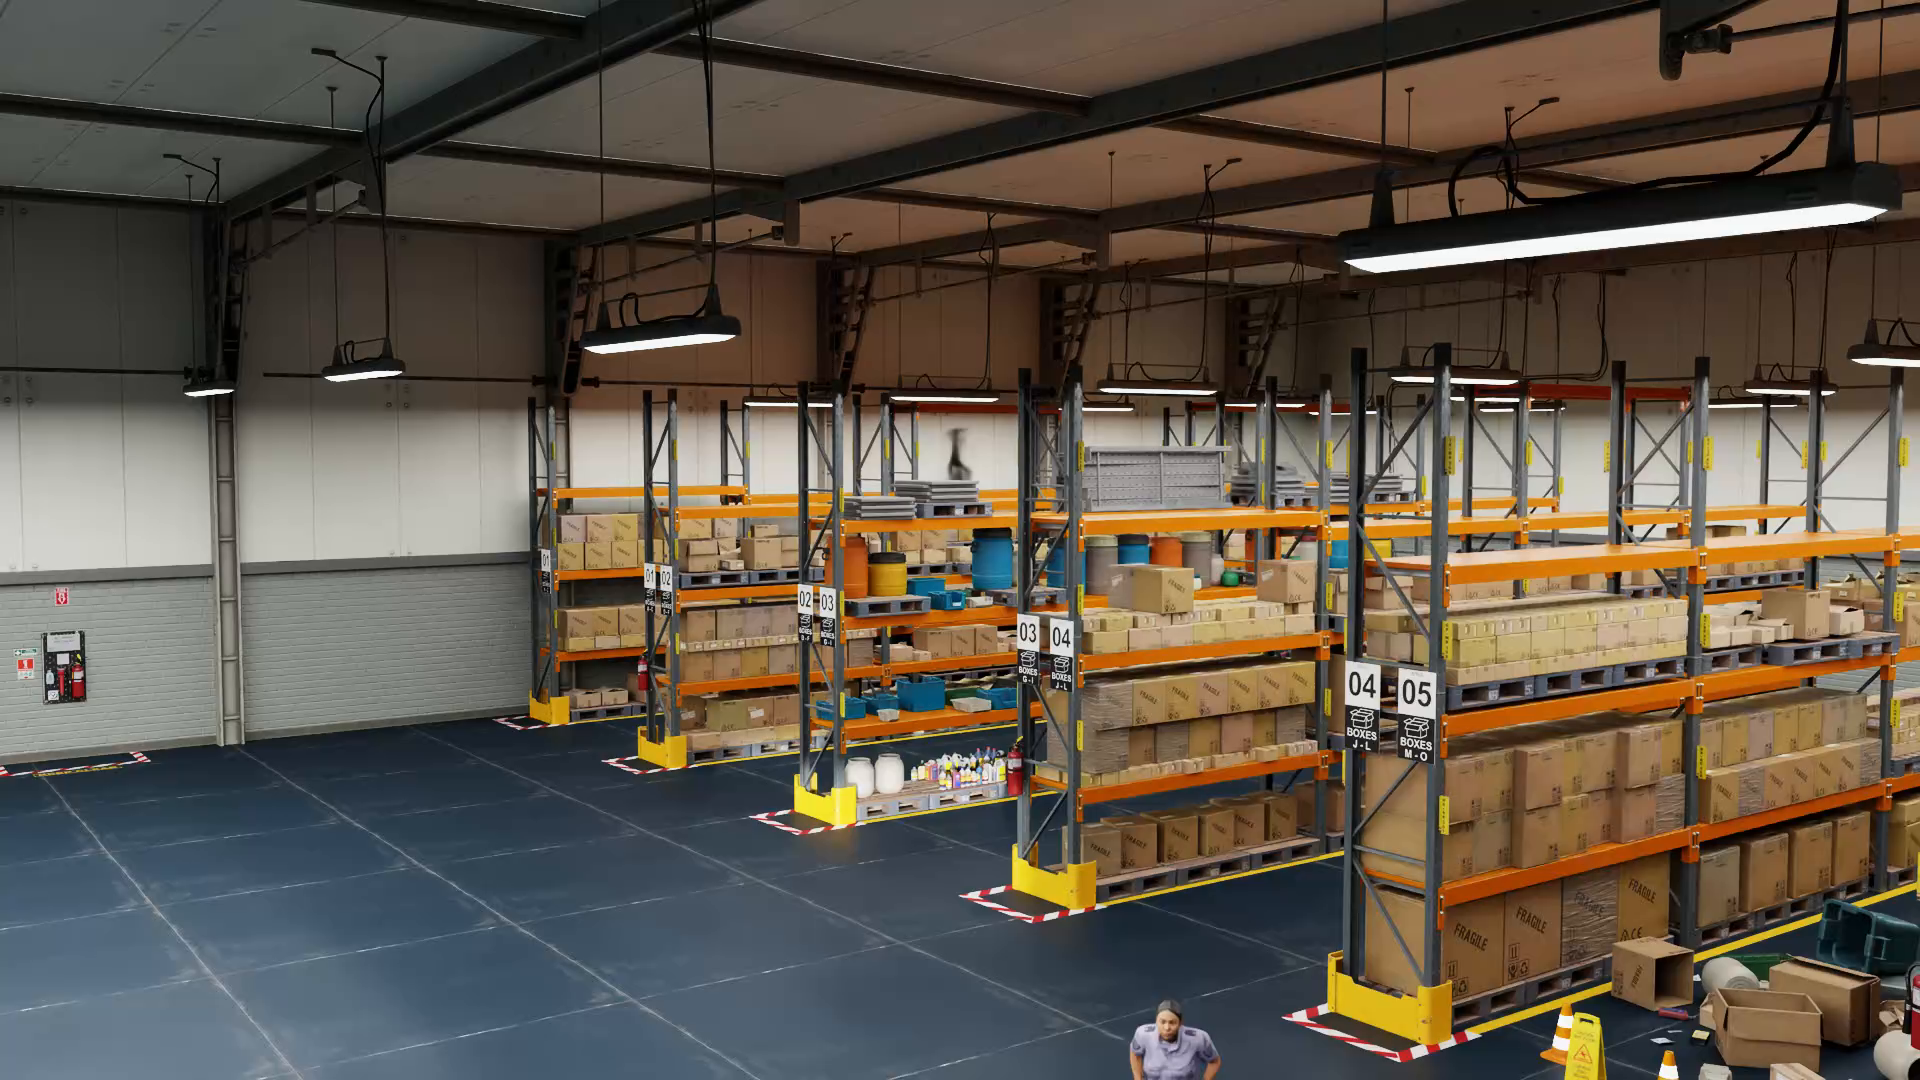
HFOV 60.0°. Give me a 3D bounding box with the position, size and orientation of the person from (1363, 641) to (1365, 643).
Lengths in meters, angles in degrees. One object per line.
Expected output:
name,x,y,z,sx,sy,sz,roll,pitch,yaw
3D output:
person,8.062,2.327,33.774,0.648,1.662,0.694,2,4,34

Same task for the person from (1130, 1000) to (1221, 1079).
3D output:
person,1.421,3.787,11.051,0.586,1.528,0.826,1,3,12
